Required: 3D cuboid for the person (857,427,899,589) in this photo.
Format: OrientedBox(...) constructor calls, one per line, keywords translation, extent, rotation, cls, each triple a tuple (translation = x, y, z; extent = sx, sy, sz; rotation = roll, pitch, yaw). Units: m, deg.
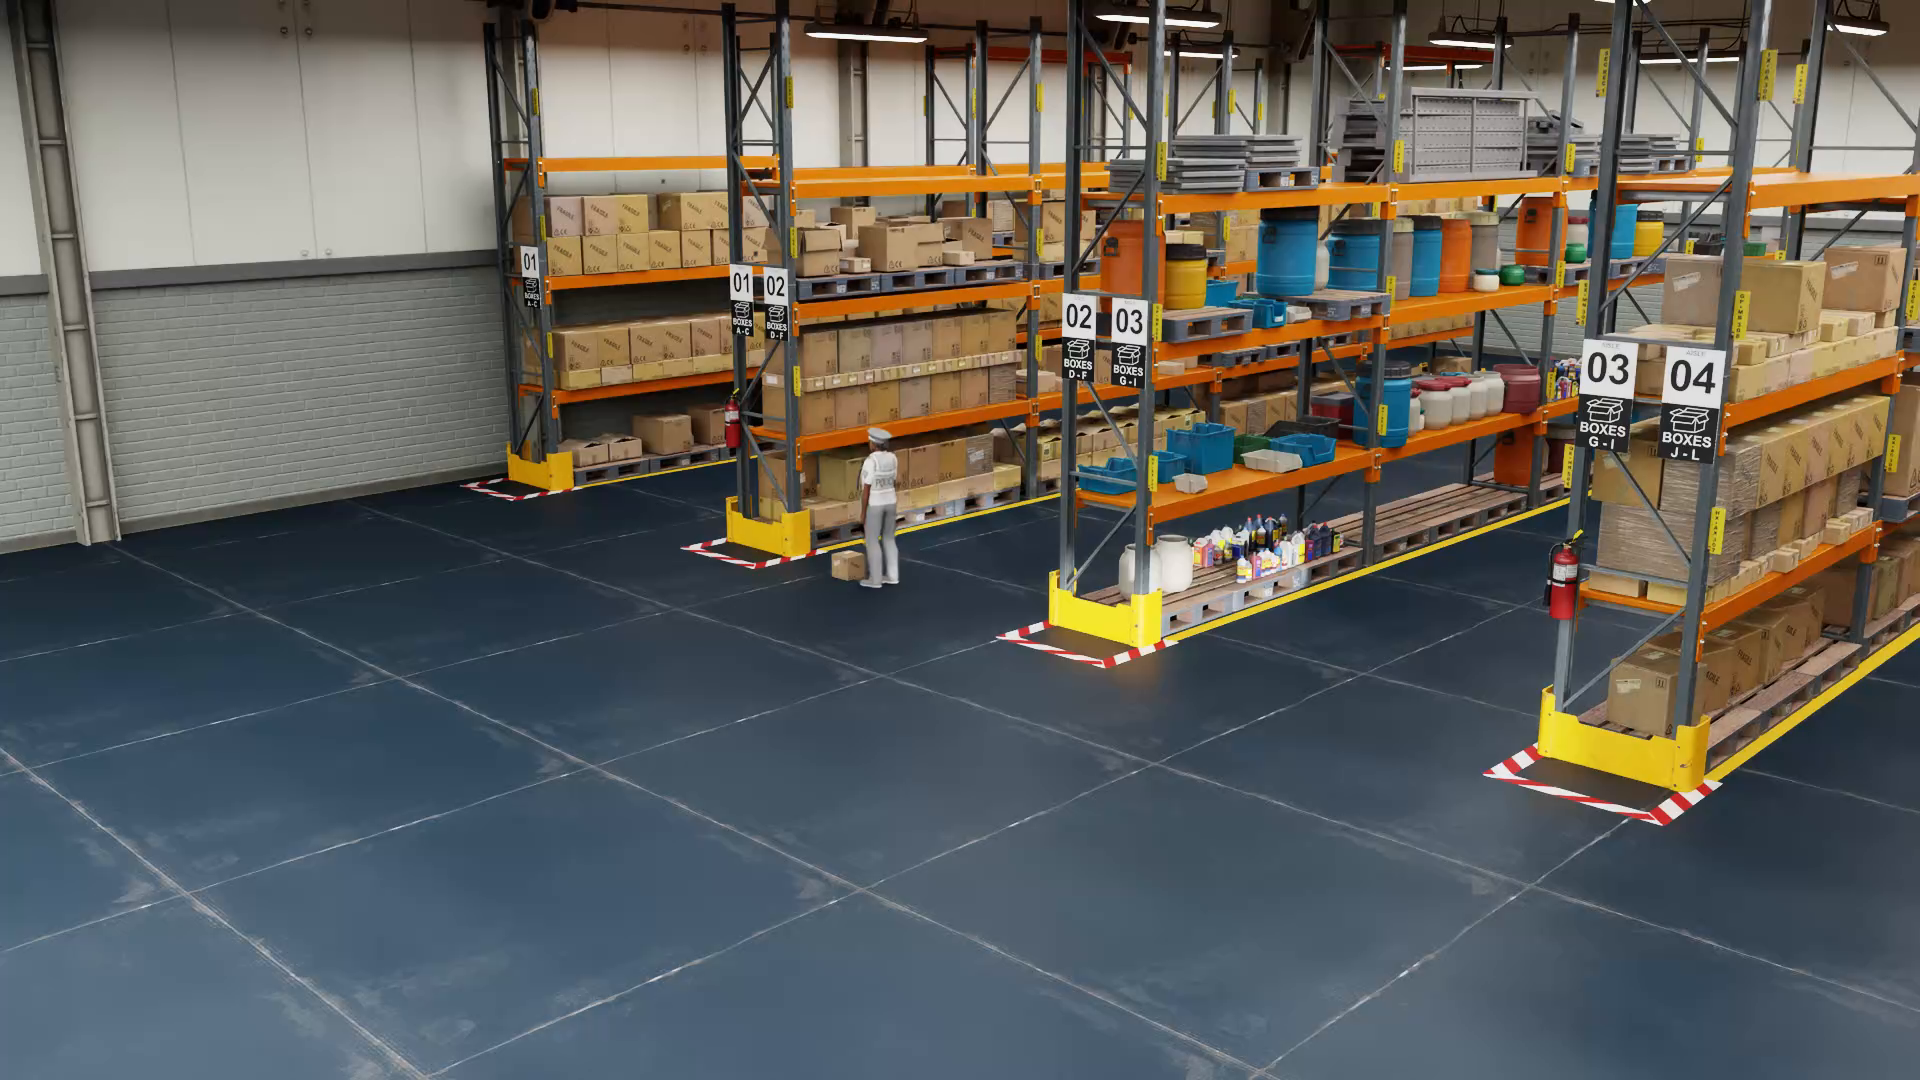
OrientedBox(translation=(-0.859, -0.334, 17.327), extent=(0.443, 1.677, 0.337), rotation=(-13, 19, -43), cls="person")
